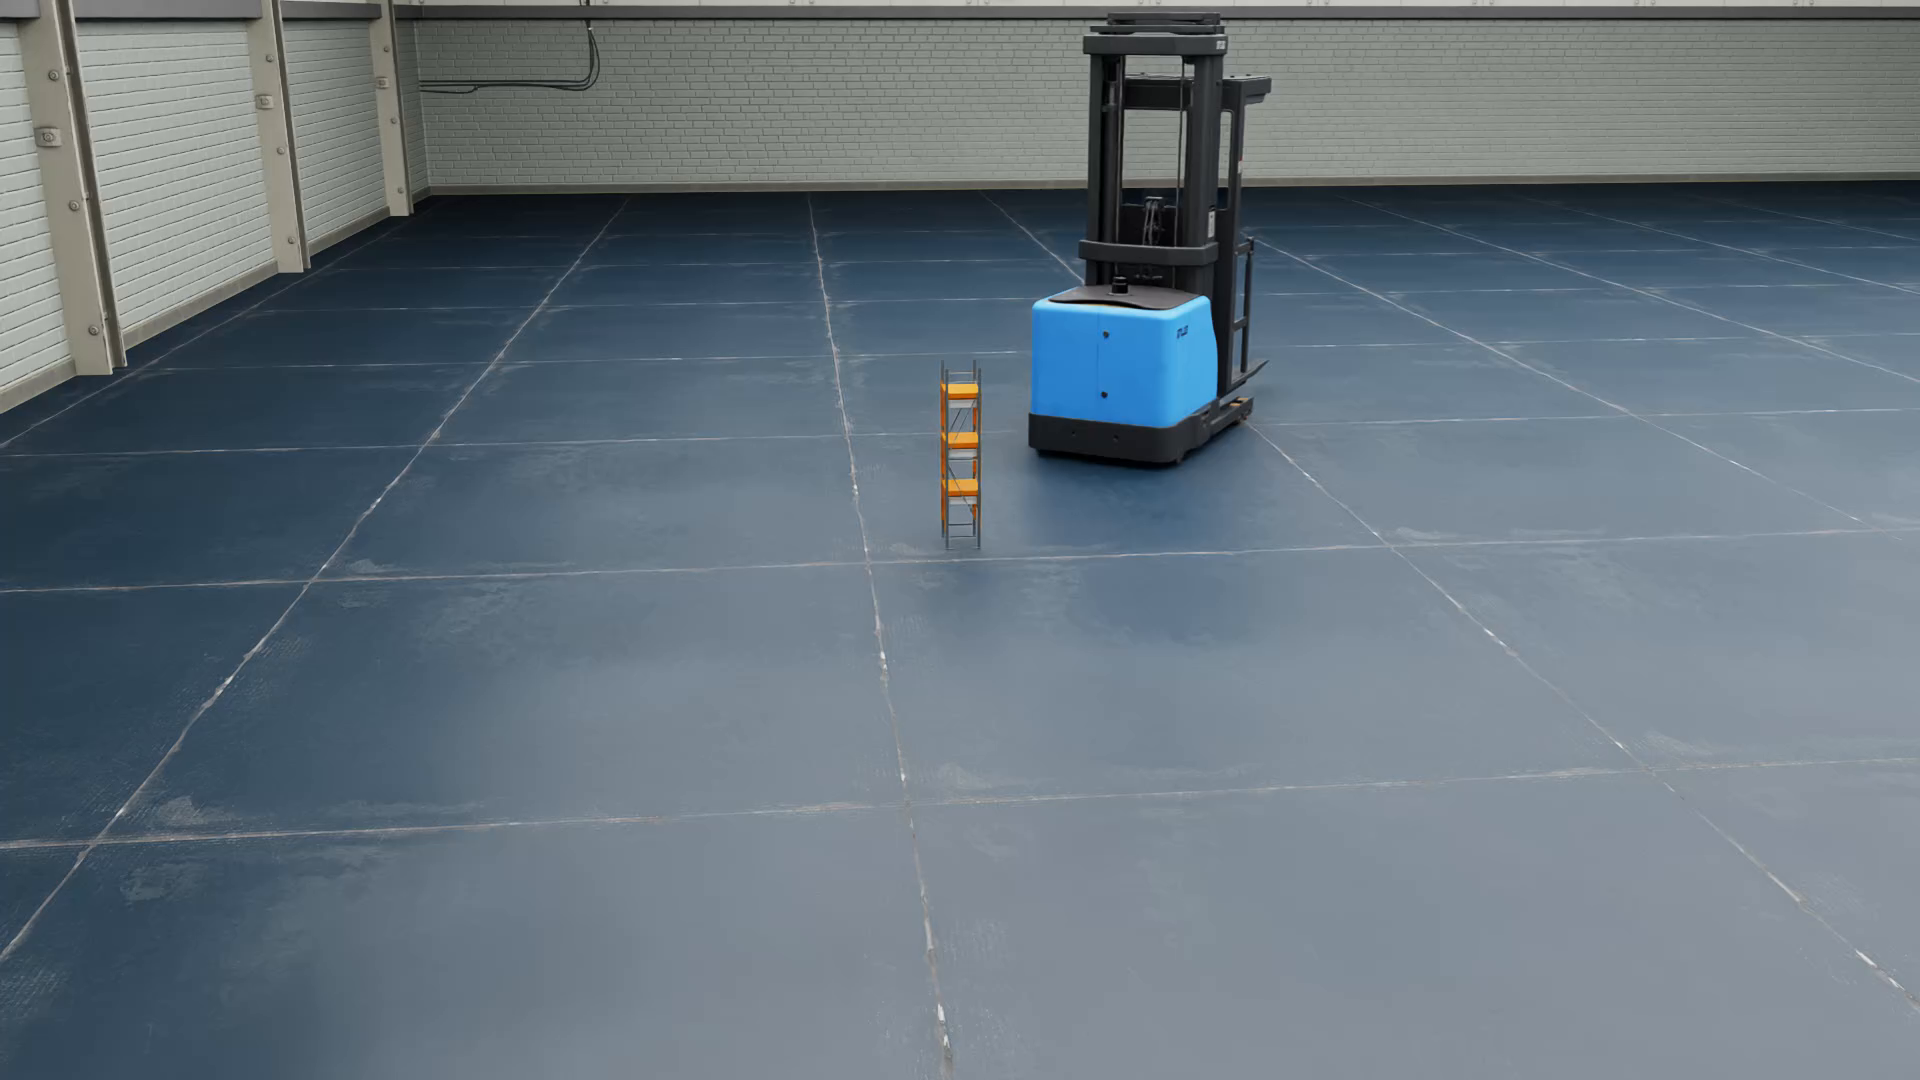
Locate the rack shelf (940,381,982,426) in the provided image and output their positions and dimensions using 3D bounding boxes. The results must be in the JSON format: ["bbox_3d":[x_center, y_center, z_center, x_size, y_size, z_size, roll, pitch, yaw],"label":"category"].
[{"bbox_3d":[0.006,-0.746,9.387,0.215,0.259,0.240,-2,18,-6],"label":"rack shelf"}]

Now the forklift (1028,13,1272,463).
[{"bbox_3d":[1.571,-2.309,12.139,1.130,2.935,3.031,8,19,25],"label":"forklift"}]

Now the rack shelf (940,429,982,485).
[{"bbox_3d":[0.006,-0.475,9.472,0.215,0.259,0.240,-2,18,-6],"label":"rack shelf"}]

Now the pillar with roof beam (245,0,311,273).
[{"bbox_3d":[-3.748,-7.677,19.106,9.100,9.000,0.400,-2,18,-6],"label":"pillar with roof beam"}]

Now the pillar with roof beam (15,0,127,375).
[{"bbox_3d":[-3.129,-5.889,13.412,9.100,9.000,0.400,-2,18,-6],"label":"pillar with roof beam"}]

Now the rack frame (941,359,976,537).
[{"bbox_3d":[-0.007,-0.521,9.585,0.200,1.050,0.008,-2,18,-6],"label":"rack frame"}]

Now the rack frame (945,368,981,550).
[{"bbox_3d":[0.018,-0.449,9.353,0.200,1.050,0.008,-2,18,-6],"label":"rack frame"}]

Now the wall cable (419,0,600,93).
[{"bbox_3d":[-7.638,-8.768,27.767,3.097,2.526,0.112,-2,18,-6],"label":"wall cable"}]

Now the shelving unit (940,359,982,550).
[{"bbox_3d":[0.006,-0.485,9.469,0.215,1.050,0.252,-2,18,-6],"label":"shelving unit"}]

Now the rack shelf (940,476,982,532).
[{"bbox_3d":[0.006,-0.210,9.555,0.215,0.259,0.240,-2,18,-6],"label":"rack shelf"}]

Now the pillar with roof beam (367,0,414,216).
[{"bbox_3d":[-4.367,-9.464,24.800,9.100,9.000,0.400,-2,18,-6],"label":"pillar with roof beam"}]
